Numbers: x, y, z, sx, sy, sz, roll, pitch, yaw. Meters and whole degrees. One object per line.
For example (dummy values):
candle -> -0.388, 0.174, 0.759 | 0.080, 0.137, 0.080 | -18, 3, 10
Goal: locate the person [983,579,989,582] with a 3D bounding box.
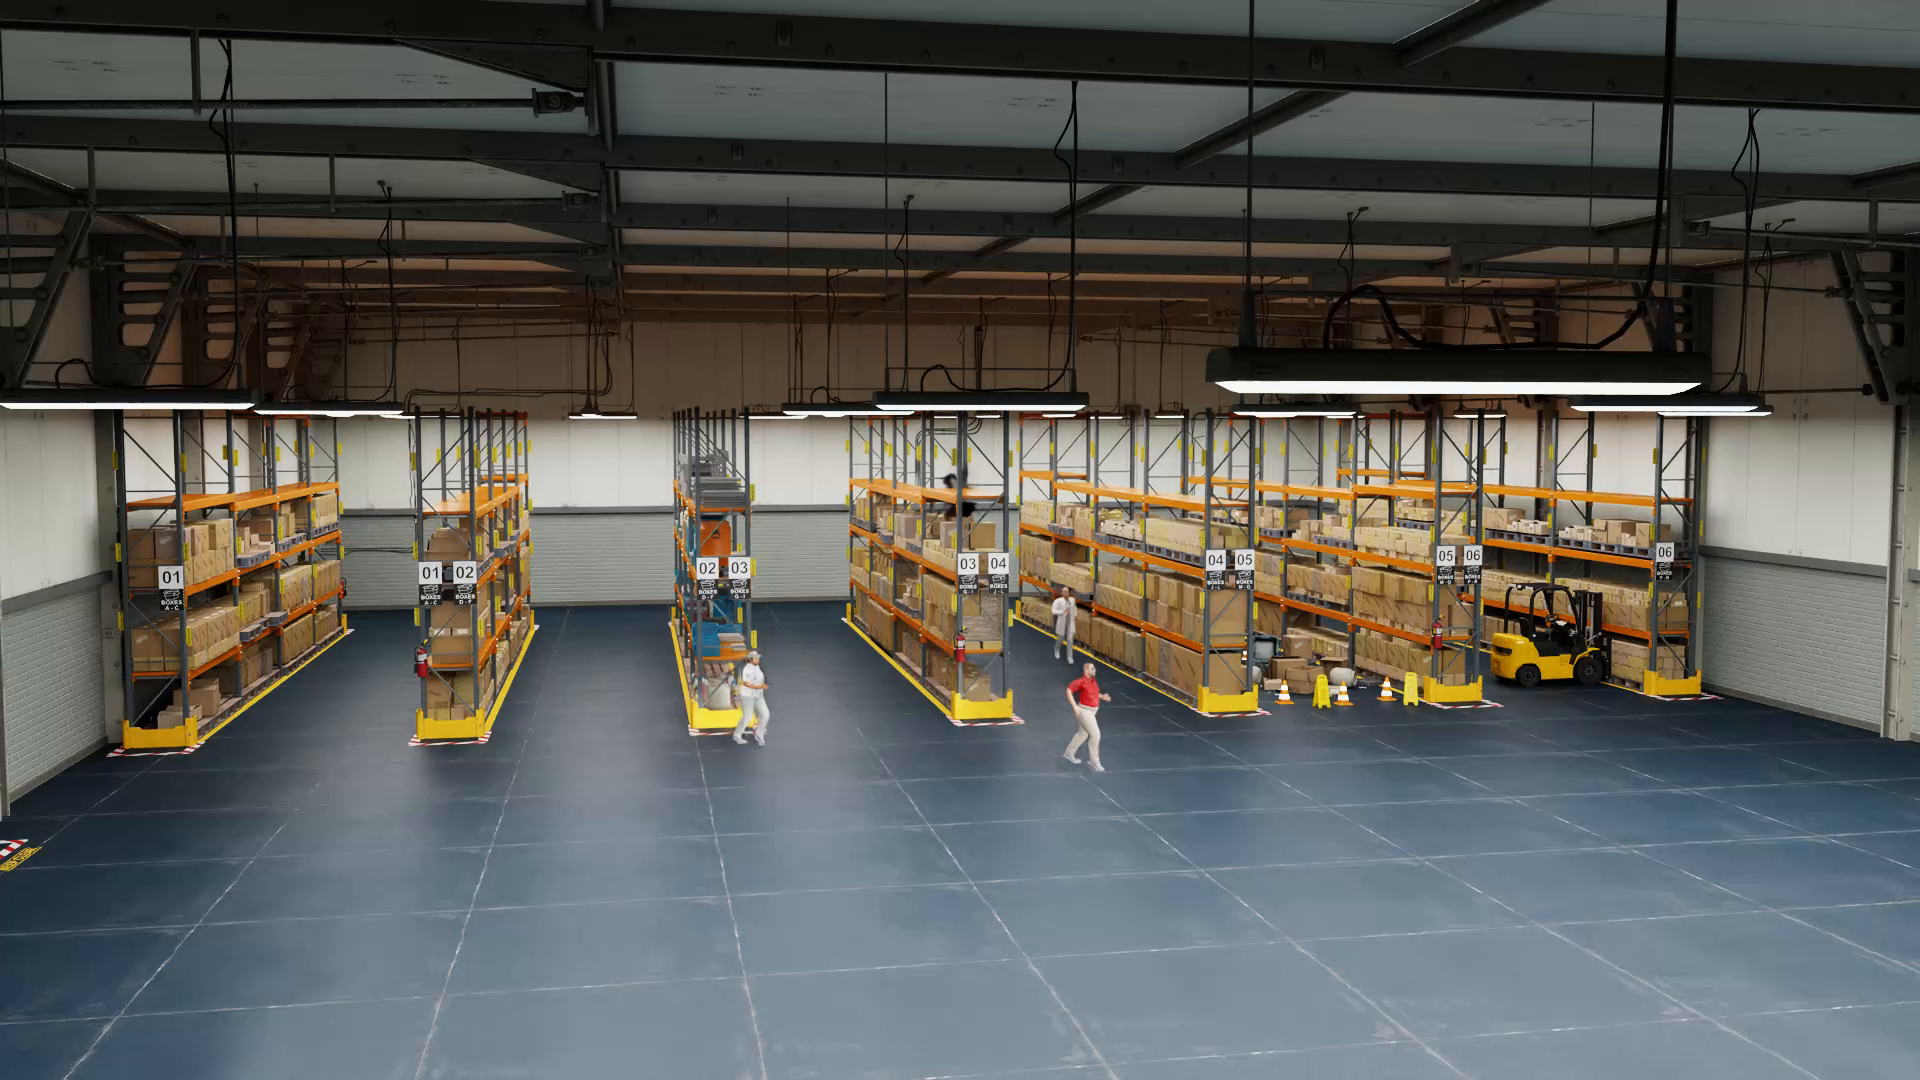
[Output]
person -> 0.704, 1.579, 47.344 | 0.550, 1.603, 0.699 | 0, 4, 0

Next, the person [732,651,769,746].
person -> -3.665, 2.822, 29.427 | 0.721, 1.740, 0.619 | 2, 4, 24

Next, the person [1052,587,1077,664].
person -> 2.486, 1.995, 39.475 | 0.703, 1.764, 1.059 | -1, 4, -15

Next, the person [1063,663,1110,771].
person -> 2.089, 2.915, 27.550 | 0.807, 1.789, 0.645 | 2, 4, 21
